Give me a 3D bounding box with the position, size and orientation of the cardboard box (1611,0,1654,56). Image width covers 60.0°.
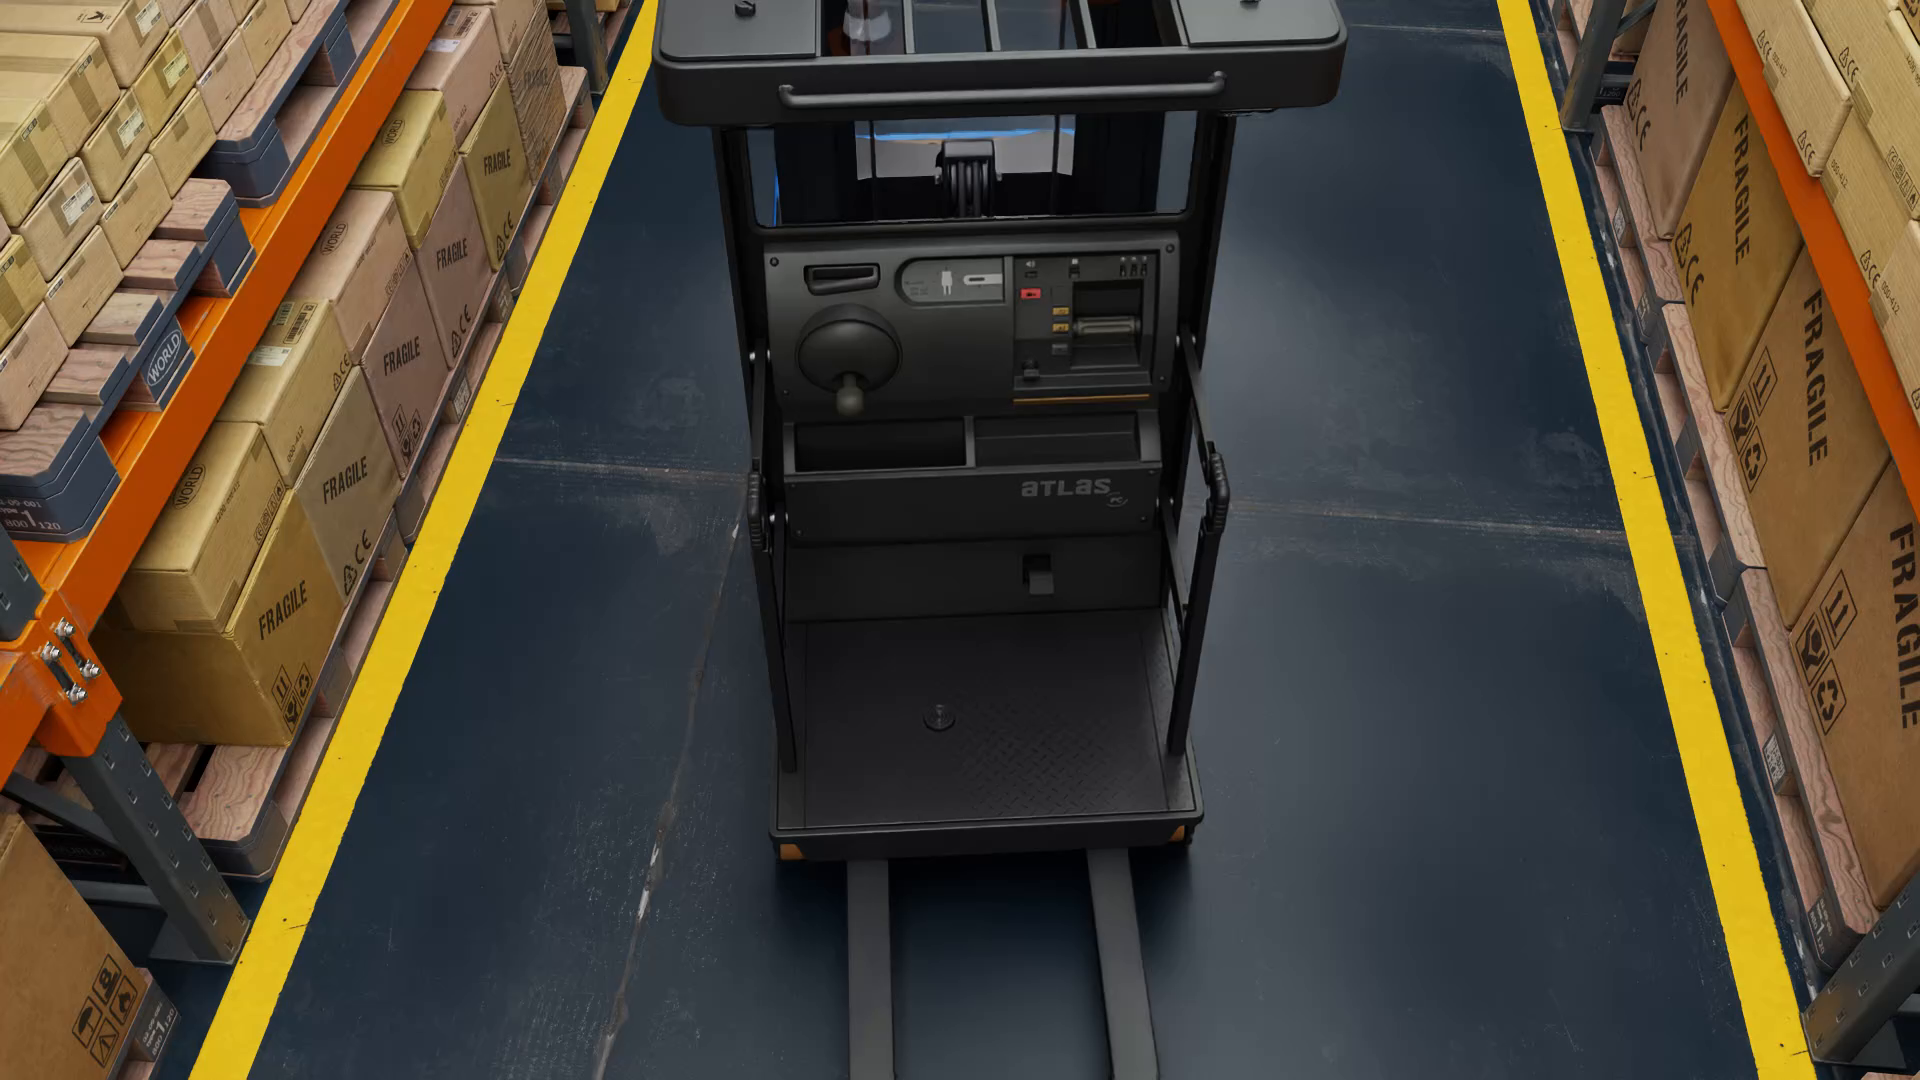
[{"bbox_3d":[3.119,-2.412,6.875,0.875,0.438,0.875,3,48,3],"label":"cardboard box"}]

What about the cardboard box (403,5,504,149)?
[{"bbox_3d":[-1.860,-1.550,5.536,0.500,0.250,0.500,6,48,5],"label":"cardboard box"}]

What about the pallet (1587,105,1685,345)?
[{"bbox_3d":[2.960,-1.168,6.175,1.003,0.211,1.213,4,48,4],"label":"pallet"}]

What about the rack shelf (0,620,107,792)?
[{"bbox_3d":[-2.530,1.712,2.139,1.077,0.370,4.000,4,48,4],"label":"rack shelf"}]

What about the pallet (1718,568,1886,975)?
[{"bbox_3d":[2.738,0.625,4.535,1.003,0.211,1.213,4,48,4],"label":"pallet"}]

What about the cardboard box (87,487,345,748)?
[{"bbox_3d":[-2.030,0.199,4.445,0.500,0.500,0.500,2,48,2],"label":"cardboard box"}]

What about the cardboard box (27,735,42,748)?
[{"bbox_3d":[-2.548,0.200,4.444,0.500,0.500,0.500,4,48,3],"label":"cardboard box"}]

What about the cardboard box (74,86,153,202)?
[{"bbox_3d":[-2.060,-0.895,3.720,0.380,0.149,0.250,3,48,2],"label":"cardboard box"}]

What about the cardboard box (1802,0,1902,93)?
[{"bbox_3d":[2.498,-1.369,4.232,0.500,0.250,0.500,3,48,2],"label":"cardboard box"}]

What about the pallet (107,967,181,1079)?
[{"bbox_3d":[-2.495,1.515,3.721,1.003,0.211,1.213,4,48,4],"label":"pallet"}]

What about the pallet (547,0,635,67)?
[{"bbox_3d":[-1.958,-2.495,7.389,1.003,0.211,1.213,4,48,4],"label":"pallet"}]

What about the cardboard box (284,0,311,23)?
[{"bbox_3d":[-1.962,-1.538,4.510,0.380,0.149,0.250,2,48,2],"label":"cardboard box"}]

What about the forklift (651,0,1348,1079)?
[{"bbox_3d":[0.044,-0.389,3.619,1.130,2.935,3.031,-2,48,-2],"label":"forklift"}]

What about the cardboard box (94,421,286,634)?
[{"bbox_3d":[-2.044,-0.042,4.157,0.500,0.250,0.500,2,48,2],"label":"cardboard box"}]

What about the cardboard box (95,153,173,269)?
[{"bbox_3d":[-2.058,-0.768,3.805,0.380,0.149,0.250,6,48,5],"label":"cardboard box"}]

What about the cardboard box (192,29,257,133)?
[{"bbox_3d":[-2.013,-1.162,4.166,0.380,0.149,0.250,5,48,5],"label":"cardboard box"}]

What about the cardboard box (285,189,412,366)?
[{"bbox_3d":[-1.940,-0.778,4.830,0.500,0.250,0.500,4,48,4],"label":"cardboard box"}]

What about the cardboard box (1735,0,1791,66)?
[{"bbox_3d":[2.544,-1.569,4.754,0.500,0.250,0.500,4,48,3],"label":"cardboard box"}]

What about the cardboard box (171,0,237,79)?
[{"bbox_3d":[-2.014,-1.264,4.057,0.380,0.149,0.250,4,48,4],"label":"cardboard box"}]

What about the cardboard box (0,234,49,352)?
[{"bbox_3d":[-2.104,-0.499,3.358,0.380,0.149,0.250,6,48,5],"label":"cardboard box"}]

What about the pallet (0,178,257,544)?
[{"bbox_3d":[-2.389,-0.467,3.774,1.213,0.211,1.003,4,48,4],"label":"pallet"}]

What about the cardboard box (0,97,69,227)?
[{"bbox_3d":[-2.091,-0.783,3.415,0.380,0.149,0.250,3,48,2],"label":"cardboard box"}]

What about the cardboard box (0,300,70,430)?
[{"bbox_3d":[-2.106,-0.373,3.444,0.380,0.149,0.250,3,48,3],"label":"cardboard box"}]

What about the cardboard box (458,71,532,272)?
[{"bbox_3d":[-1.847,-1.300,5.816,0.500,0.500,0.500,3,48,3],"label":"cardboard box"}]

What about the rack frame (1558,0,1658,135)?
[{"bbox_3d":[2.955,-2.681,5.670,1.000,3.000,0.127,4,48,4],"label":"rack frame"}]

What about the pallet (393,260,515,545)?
[{"bbox_3d":[-2.162,-0.528,5.590,1.003,0.211,1.213,4,48,4],"label":"pallet"}]

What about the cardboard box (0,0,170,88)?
[{"bbox_3d":[-2.040,-1.157,3.758,0.380,0.149,0.250,2,48,2],"label":"cardboard box"}]

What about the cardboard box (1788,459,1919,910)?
[{"bbox_3d":[2.736,0.331,4.069,0.875,0.875,0.875,3,48,3],"label":"cardboard box"}]

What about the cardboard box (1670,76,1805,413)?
[{"bbox_3d":[2.904,-0.981,5.269,0.875,0.875,0.875,5,48,5],"label":"cardboard box"}]

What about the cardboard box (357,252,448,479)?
[{"bbox_3d":[-1.945,-0.548,5.128,0.500,0.500,0.500,3,48,3],"label":"cardboard box"}]

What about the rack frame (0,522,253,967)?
[{"bbox_3d":[-2.348,-0.001,3.218,1.000,3.000,0.127,4,48,4],"label":"rack frame"}]

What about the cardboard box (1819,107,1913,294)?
[{"bbox_3d":[2.471,-0.826,4.074,0.500,0.250,0.500,3,48,3],"label":"cardboard box"}]
